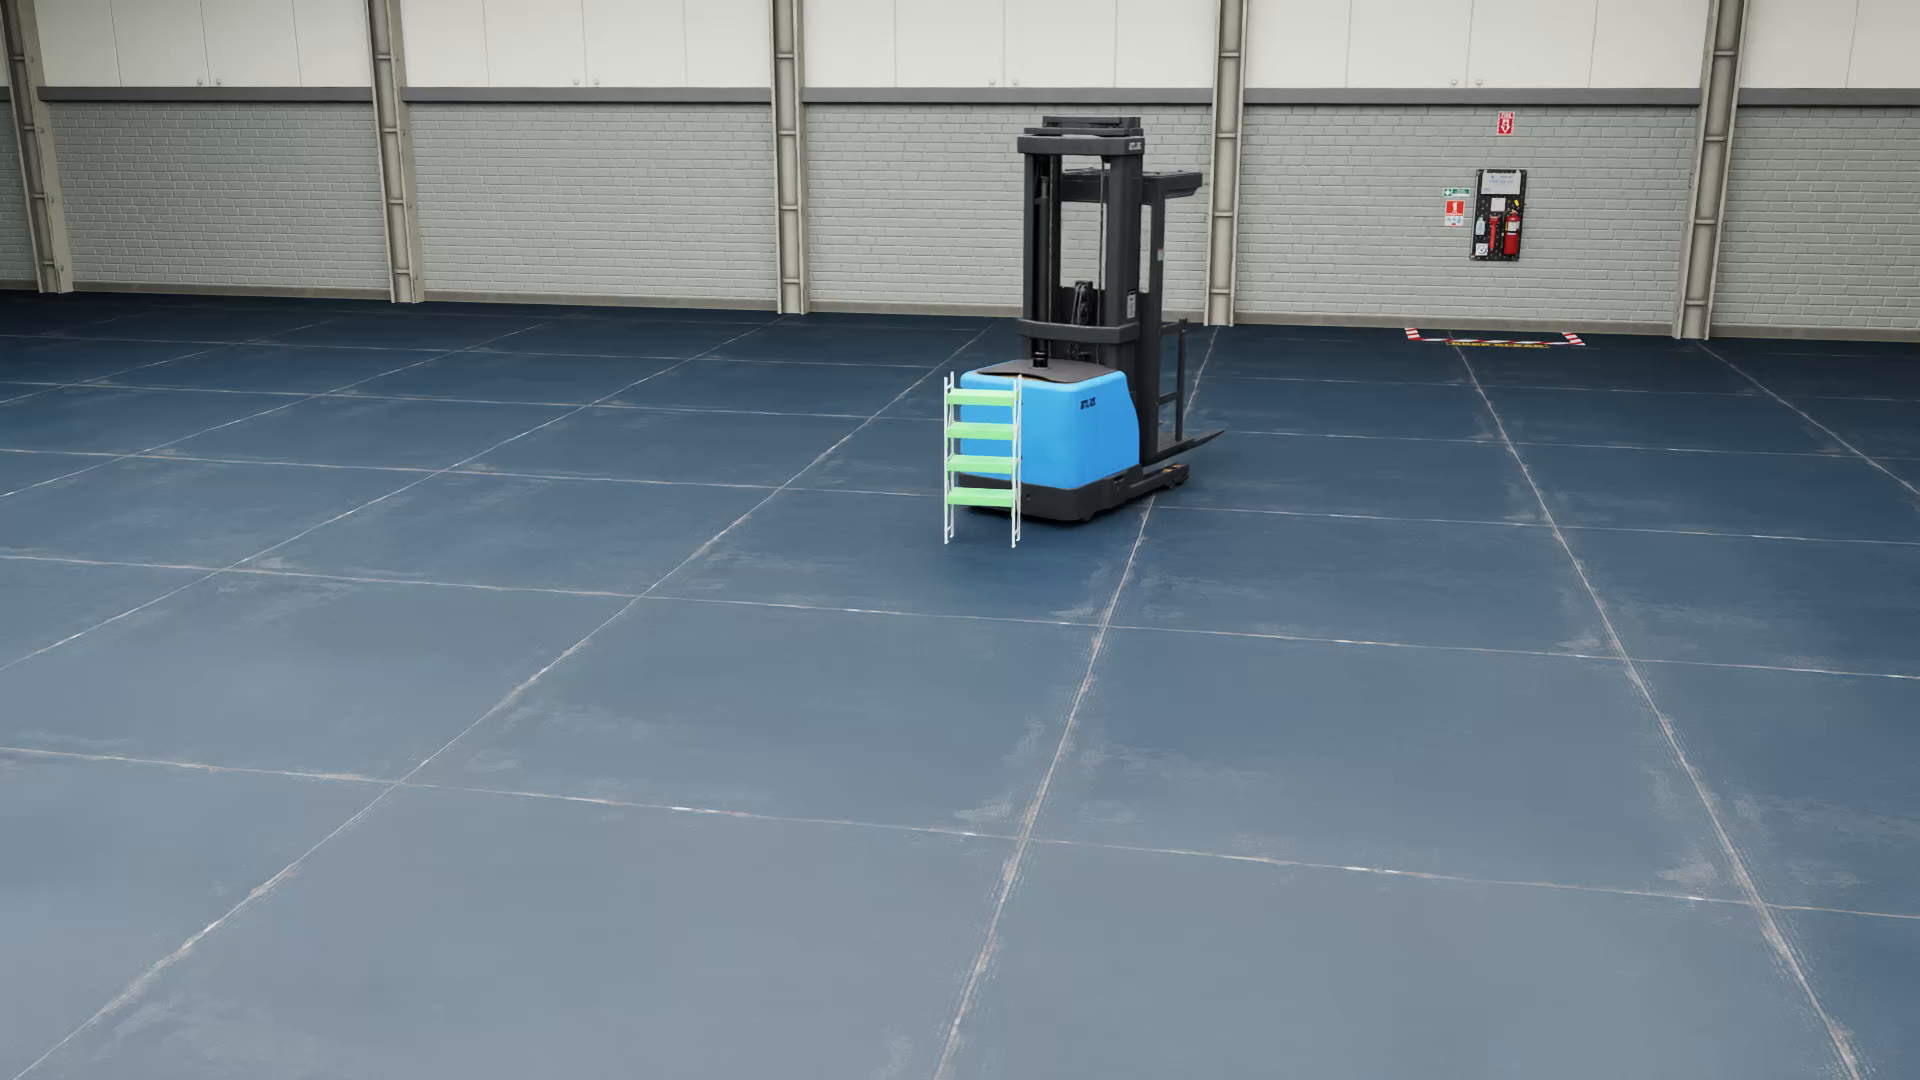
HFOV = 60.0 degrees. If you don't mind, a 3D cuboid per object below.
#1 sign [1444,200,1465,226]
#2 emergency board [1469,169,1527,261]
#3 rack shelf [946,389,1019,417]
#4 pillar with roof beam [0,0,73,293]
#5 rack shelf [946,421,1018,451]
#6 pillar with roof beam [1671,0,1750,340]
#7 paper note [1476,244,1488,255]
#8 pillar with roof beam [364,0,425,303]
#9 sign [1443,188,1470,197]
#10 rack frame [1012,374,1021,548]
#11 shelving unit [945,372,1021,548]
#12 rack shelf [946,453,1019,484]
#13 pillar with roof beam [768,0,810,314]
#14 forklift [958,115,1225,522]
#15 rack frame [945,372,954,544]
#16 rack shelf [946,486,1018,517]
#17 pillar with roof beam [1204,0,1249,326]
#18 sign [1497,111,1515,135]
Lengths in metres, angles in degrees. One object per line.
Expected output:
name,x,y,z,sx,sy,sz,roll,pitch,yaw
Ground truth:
sign,6.458,-4.268,21.713,0.234,0.329,0.001,3,16,11
emergency board,6.979,-4.194,21.514,0.643,1.169,0.194,3,16,11
rack shelf,0.162,-0.970,11.689,0.480,0.148,0.258,3,16,11
pillar with roof beam,-14.984,-7.094,20.746,0.400,9.000,9.100,3,16,11
rack shelf,0.162,-0.739,11.753,0.480,0.148,0.258,3,16,11
pillar with roof beam,8.535,-5.818,16.137,0.400,9.000,9.100,3,16,11
paper note,6.819,-3.797,21.731,0.142,0.148,0.016,3,16,11
pillar with roof beam,-9.104,-6.775,19.594,0.400,9.000,9.100,3,16,11
sign,6.460,-4.521,21.633,0.331,0.109,0.001,3,16,11
rack frame,0.401,-0.556,11.753,0.015,1.200,0.240,3,16,11
shelving unit,0.162,-0.569,11.800,0.503,1.200,0.258,3,16,11
rack shelf,0.162,-0.508,11.817,0.480,0.148,0.258,3,16,11
pillar with roof beam,-3.224,-6.456,18.442,0.400,9.000,9.100,3,16,11
forklift,1.223,-1.886,13.311,1.130,2.935,3.031,10,18,32
rack frame,-0.077,-0.582,11.847,0.015,1.200,0.240,3,16,11
rack shelf,0.162,-0.277,11.881,0.480,0.148,0.258,3,16,11
pillar with roof beam,2.655,-6.137,17.290,0.400,9.000,9.100,3,16,11
sign,6.991,-5.338,21.300,0.199,0.298,0.001,3,16,11
